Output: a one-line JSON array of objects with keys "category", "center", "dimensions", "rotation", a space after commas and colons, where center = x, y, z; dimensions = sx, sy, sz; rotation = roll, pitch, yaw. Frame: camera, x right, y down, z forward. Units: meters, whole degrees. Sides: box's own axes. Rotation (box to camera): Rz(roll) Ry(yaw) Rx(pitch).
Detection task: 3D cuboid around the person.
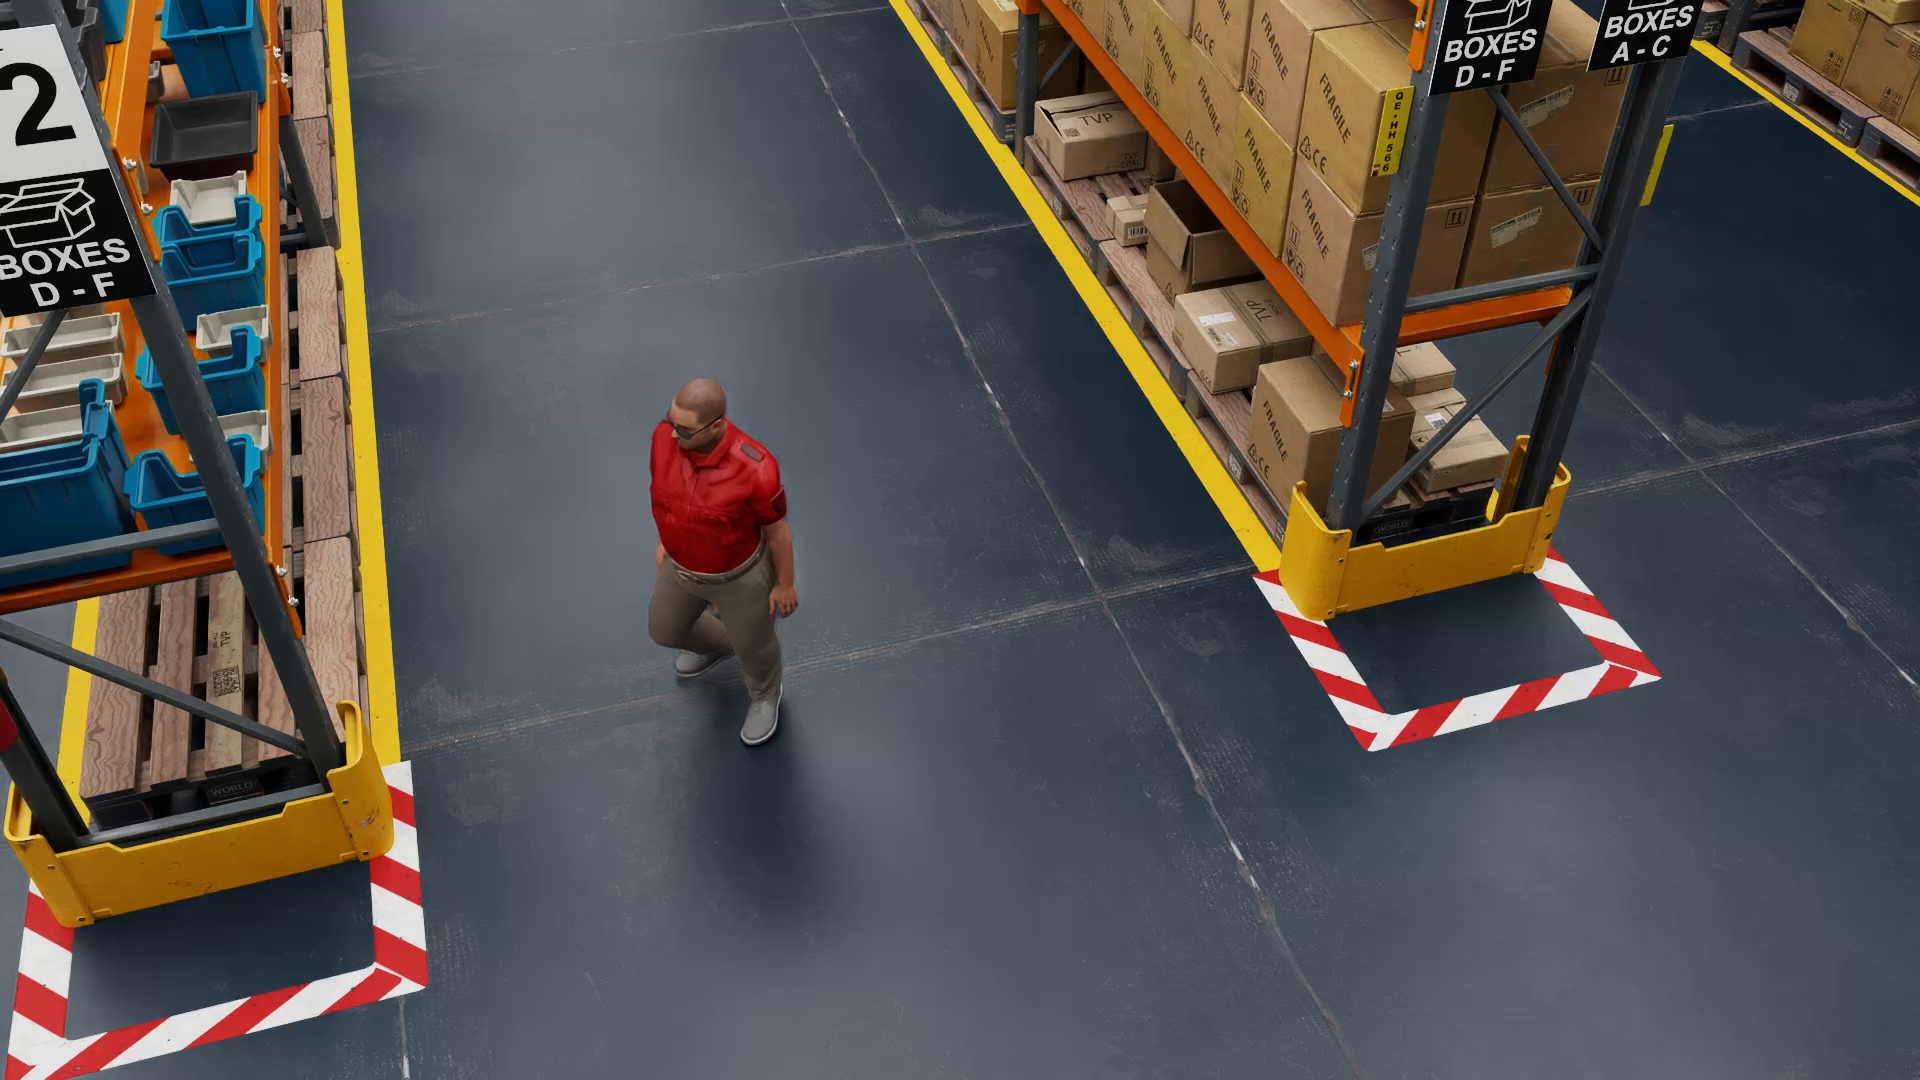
[{"category": "person", "center": [-0.891, 0.049, 6.098], "dimensions": [0.676, 1.716, 0.503], "rotation": [19, 45, 20]}]
